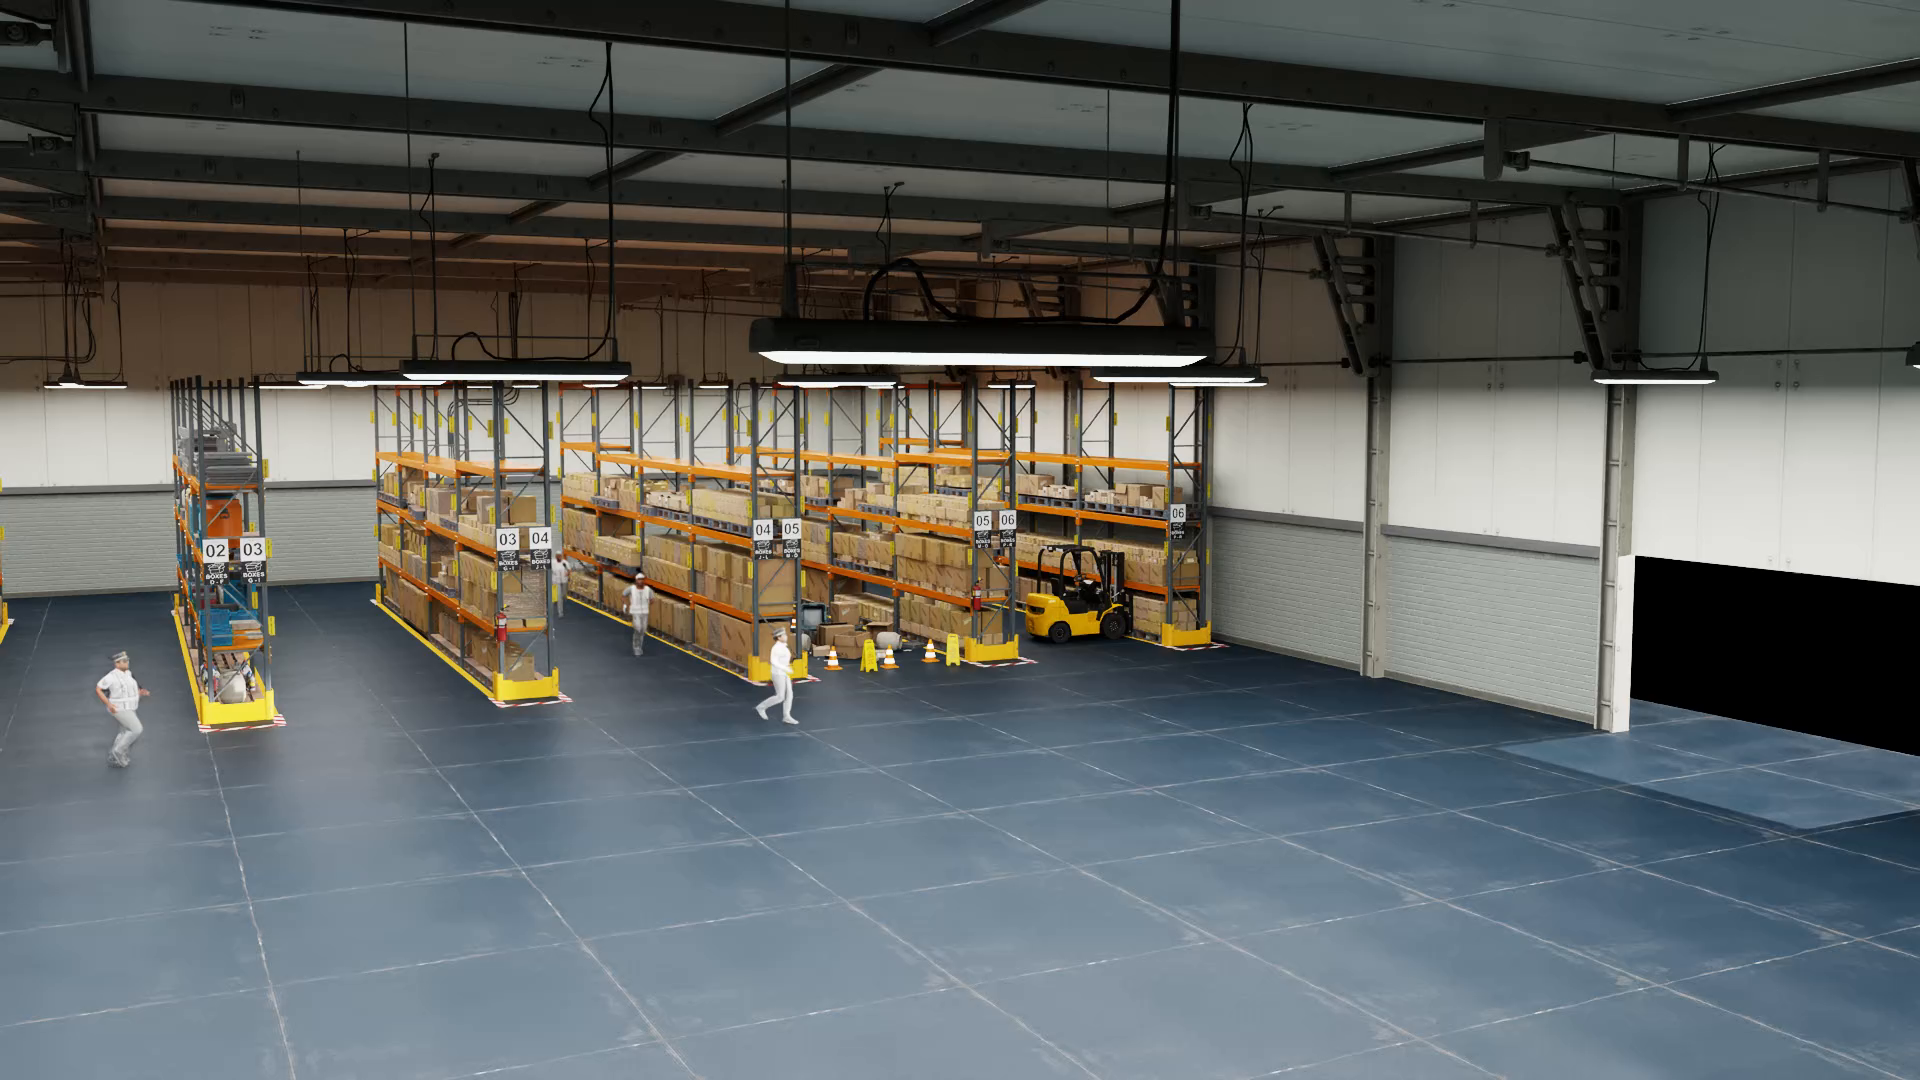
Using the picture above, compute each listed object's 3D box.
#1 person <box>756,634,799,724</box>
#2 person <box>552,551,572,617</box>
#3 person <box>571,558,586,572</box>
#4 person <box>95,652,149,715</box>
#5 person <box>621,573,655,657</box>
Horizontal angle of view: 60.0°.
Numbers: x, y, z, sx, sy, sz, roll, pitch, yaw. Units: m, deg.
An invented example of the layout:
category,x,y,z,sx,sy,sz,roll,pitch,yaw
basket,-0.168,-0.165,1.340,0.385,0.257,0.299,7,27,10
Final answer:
category,x,y,z,sx,sy,sz,roll,pitch,yaw
person,-3.153,2.366,28.767,0.737,1.638,0.644,1,5,10
person,-10.265,1.117,42.698,0.577,1.666,0.812,-2,5,-21
person,-11.173,0.518,48.831,0.508,1.605,0.789,-1,5,-12
person,-12.735,2.162,25.389,0.662,0.914,0.646,0,5,-2
person,-6.941,1.627,36.084,0.669,1.815,0.690,-3,6,-31
